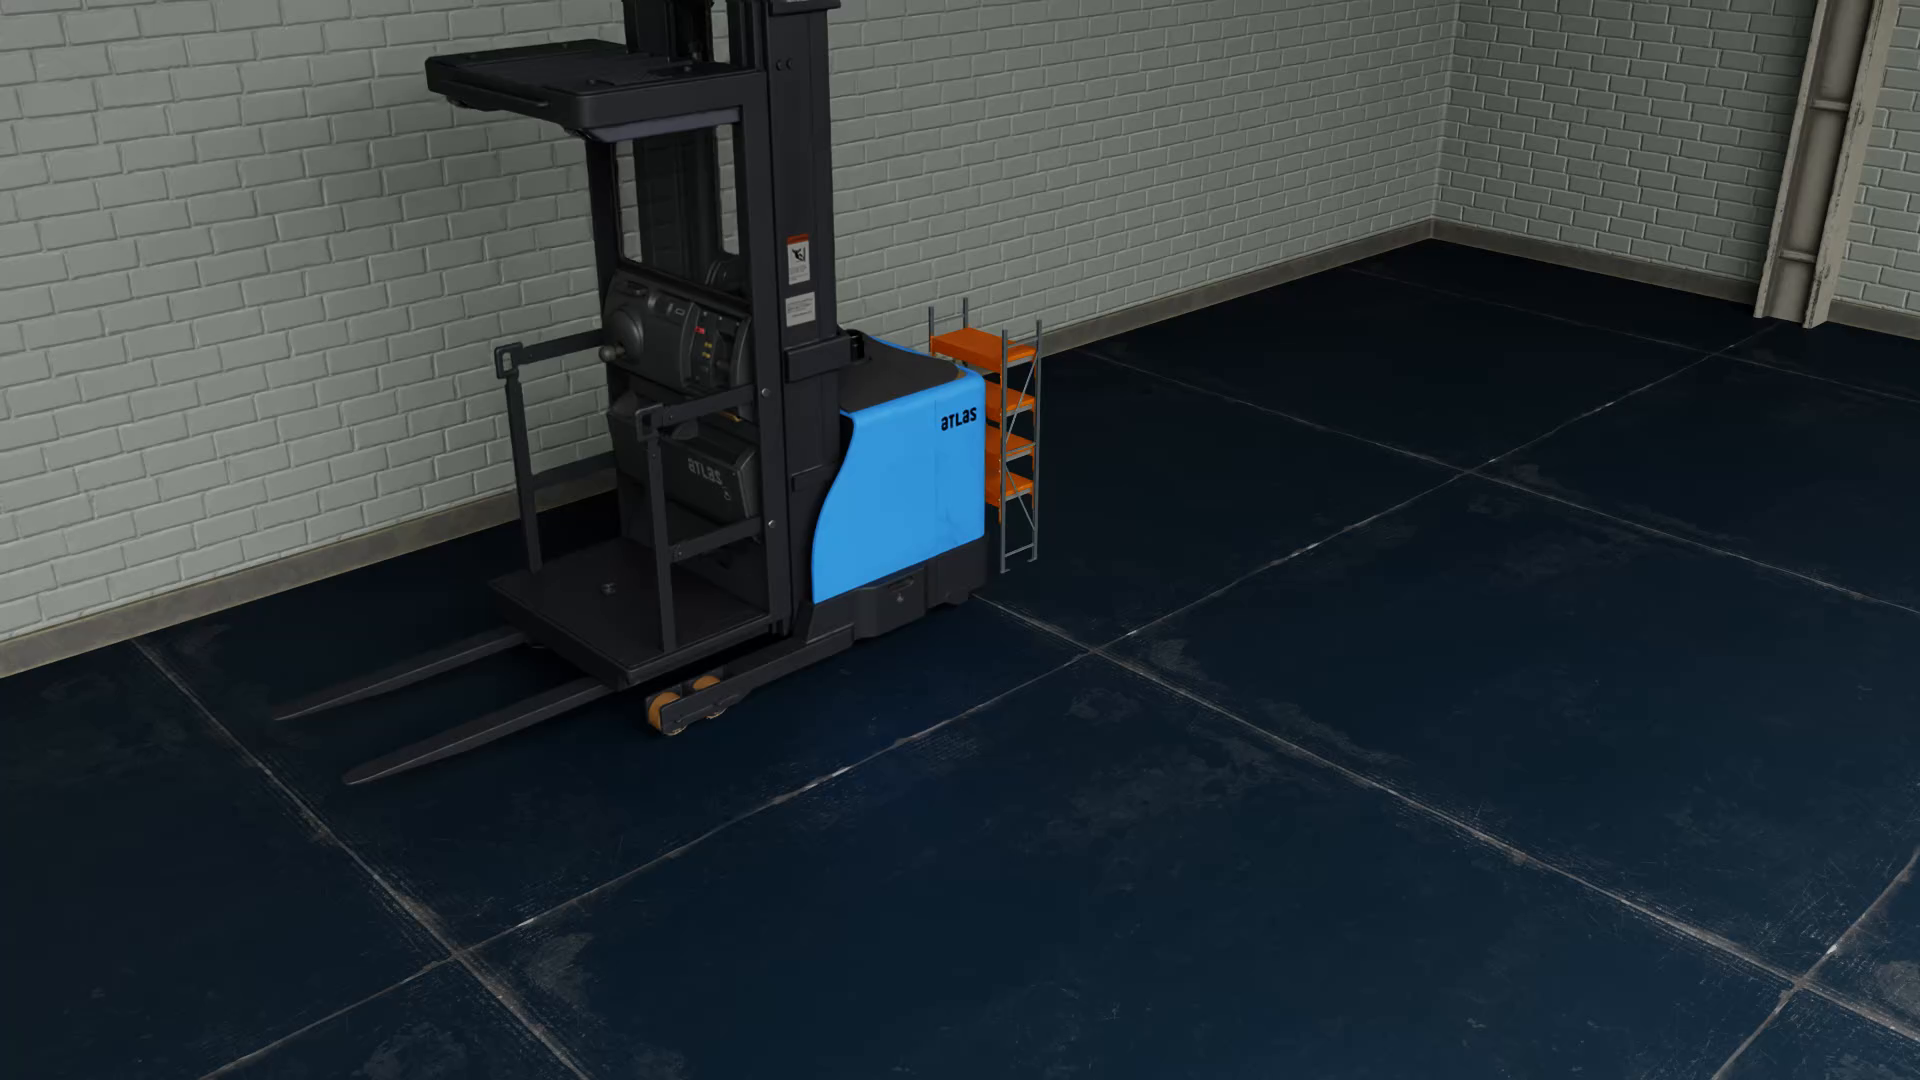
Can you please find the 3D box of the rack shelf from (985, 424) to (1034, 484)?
[{"bbox_3d":[0.113,-0.435,7.919,0.258,0.148,0.480,-21,32,-38],"label":"rack shelf"}]

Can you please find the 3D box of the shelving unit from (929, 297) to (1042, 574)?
[{"bbox_3d":[0.113,-0.496,7.891,0.258,1.200,0.503,-21,32,-38],"label":"shelving unit"}]

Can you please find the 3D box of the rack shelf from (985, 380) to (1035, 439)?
[{"bbox_3d":[0.113,-0.638,7.826,0.258,0.148,0.480,-21,32,-38],"label":"rack shelf"}]

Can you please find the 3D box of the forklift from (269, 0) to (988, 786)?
[{"bbox_3d":[-1.284,-0.806,6.486,3.031,2.935,1.130,-22,32,-39],"label":"forklift"}]

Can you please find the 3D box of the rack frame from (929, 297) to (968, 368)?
[{"bbox_3d":[-0.054,-0.570,8.053,0.240,1.200,0.015,-21,32,-38],"label":"rack frame"}]

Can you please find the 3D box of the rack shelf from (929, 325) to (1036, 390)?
[{"bbox_3d":[0.113,-0.853,7.728,0.258,0.148,0.480,-21,32,-38],"label":"rack shelf"}]

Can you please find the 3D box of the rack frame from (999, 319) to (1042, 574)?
[{"bbox_3d":[0.280,-0.422,7.729,0.240,1.200,0.015,-21,32,-38],"label":"rack frame"}]

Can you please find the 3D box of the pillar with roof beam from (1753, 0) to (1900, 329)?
[{"bbox_3d":[2.680,-4.429,7.117,9.100,9.000,0.400,-21,32,-38],"label":"pillar with roof beam"}]

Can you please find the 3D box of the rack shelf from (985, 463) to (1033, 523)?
[{"bbox_3d":[0.113,-0.254,8.001,0.258,0.148,0.480,-21,32,-38],"label":"rack shelf"}]
